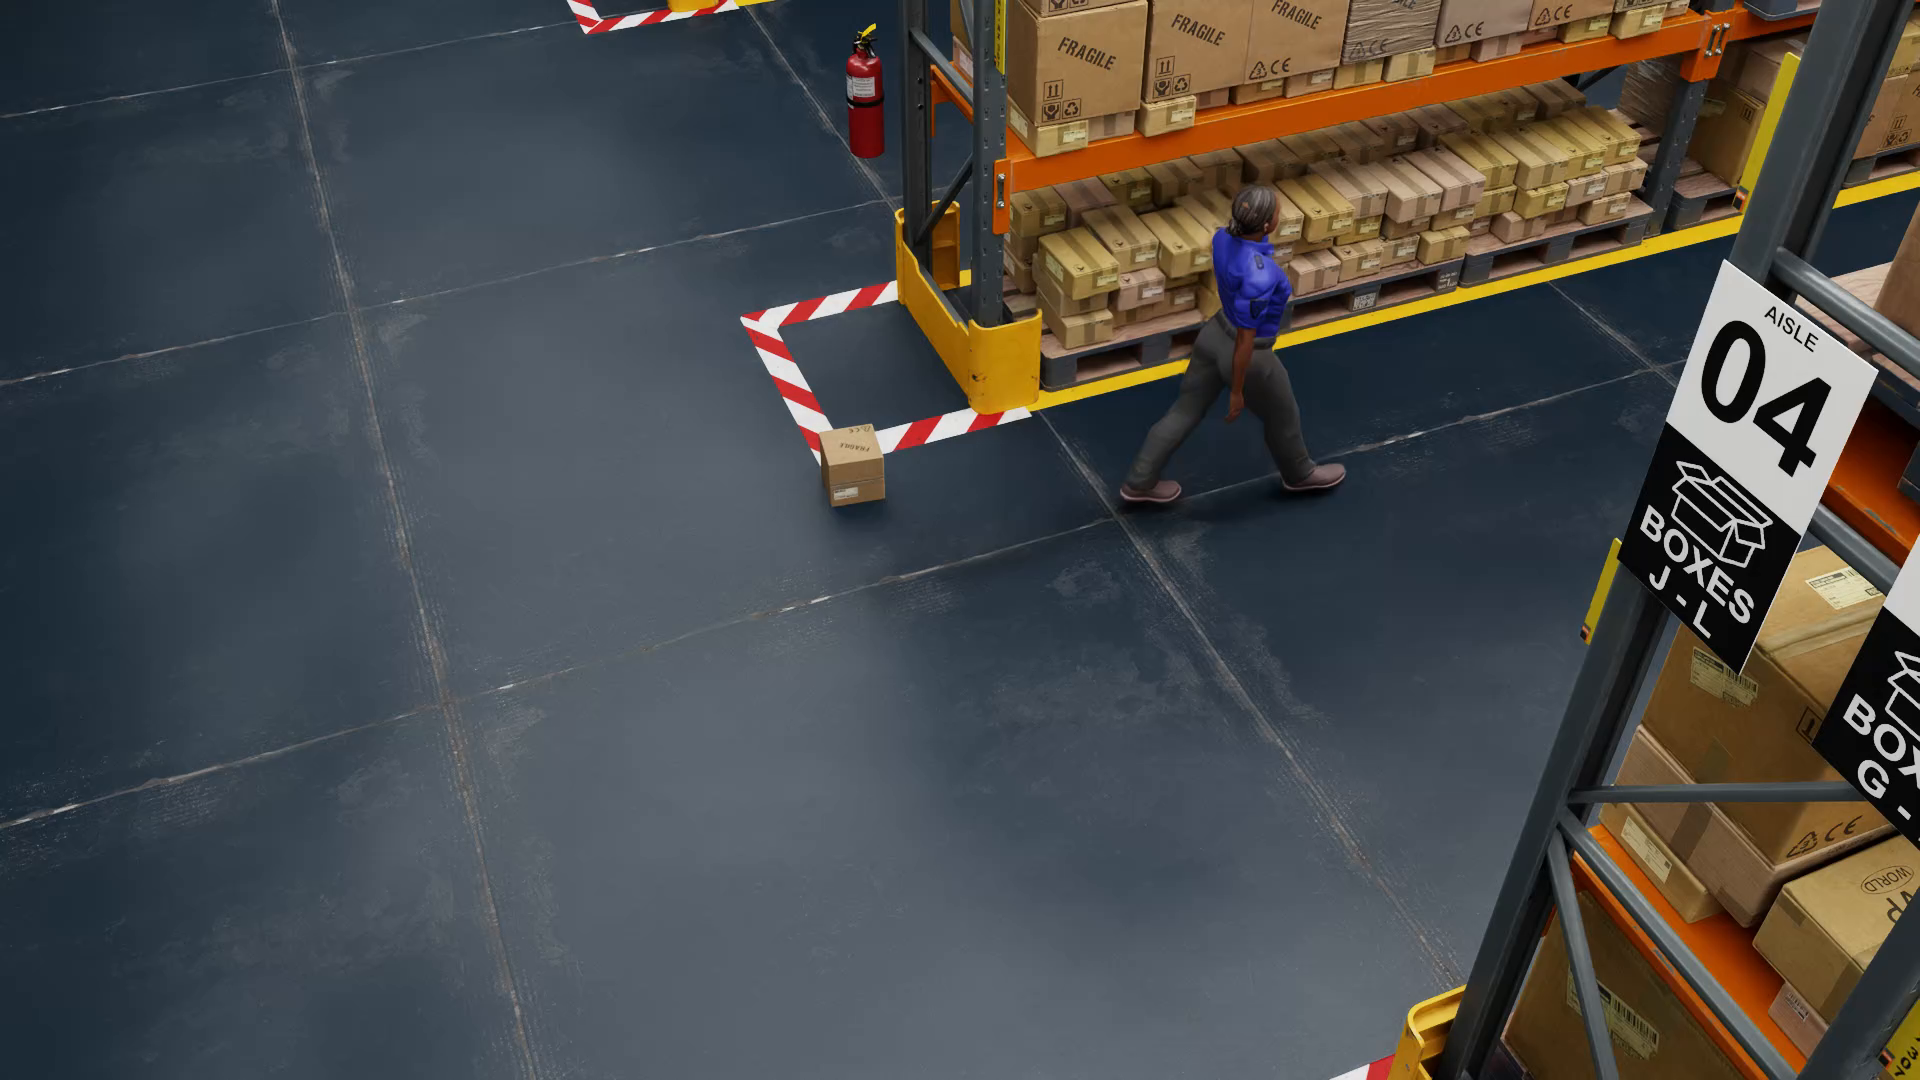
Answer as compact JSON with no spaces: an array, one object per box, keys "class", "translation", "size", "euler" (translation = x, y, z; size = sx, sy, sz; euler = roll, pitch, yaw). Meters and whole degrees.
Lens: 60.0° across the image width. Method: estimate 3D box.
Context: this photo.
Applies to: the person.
[{"class":"person","translation":[1.231,-0.824,7.069],"size":[1.035,1.587,0.480],"euler":[-17,45,-18]}]
